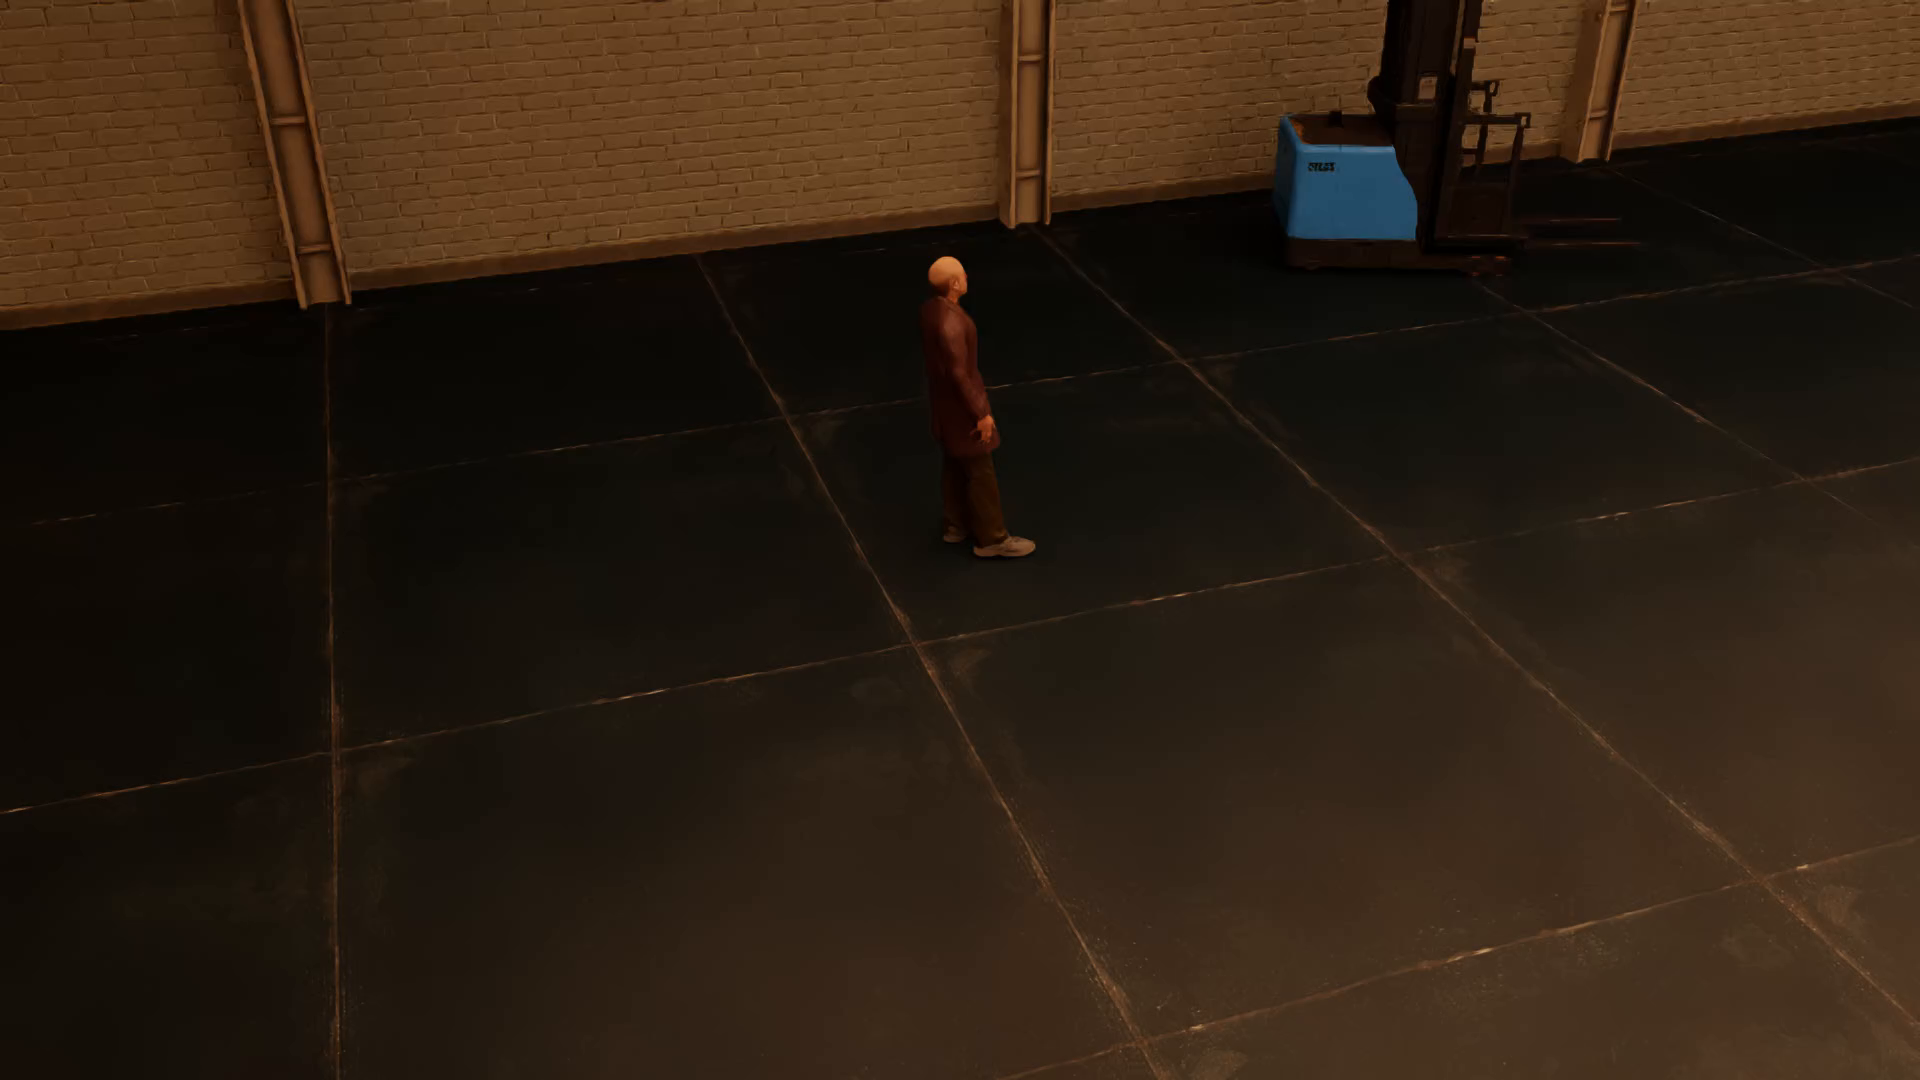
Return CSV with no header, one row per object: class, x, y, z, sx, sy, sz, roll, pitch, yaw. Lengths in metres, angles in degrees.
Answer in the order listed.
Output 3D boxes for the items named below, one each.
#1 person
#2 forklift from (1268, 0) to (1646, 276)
person,0.088,-0.789,9.600,0.580,1.776,0.694,-10,31,-16
forklift,4.219,-3.737,13.581,3.031,2.935,1.130,1,30,1
